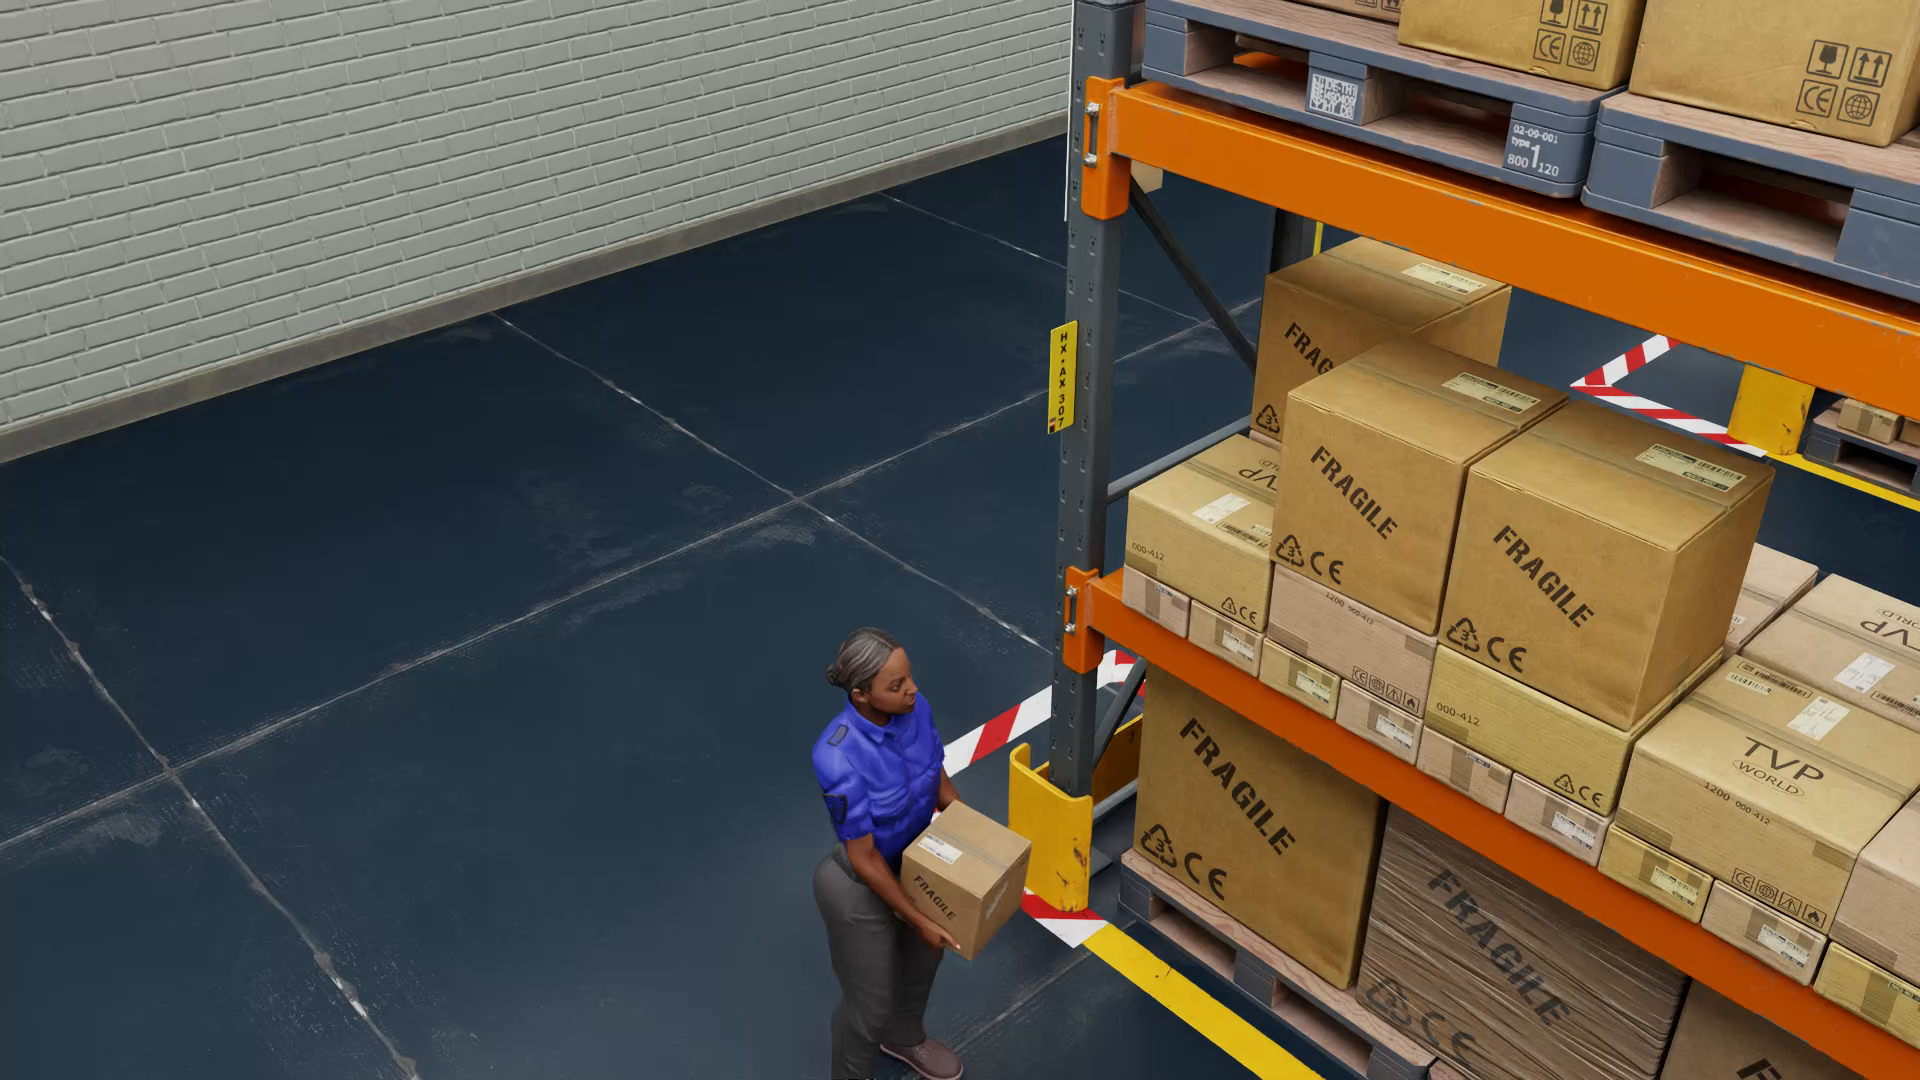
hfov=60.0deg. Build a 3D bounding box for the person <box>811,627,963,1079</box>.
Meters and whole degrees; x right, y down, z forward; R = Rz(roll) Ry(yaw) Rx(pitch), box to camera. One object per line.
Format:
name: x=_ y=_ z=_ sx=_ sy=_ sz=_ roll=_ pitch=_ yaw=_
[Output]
person: x=-0.134 y=0.974 z=4.586 sx=0.505 sy=1.656 sz=0.436 roll=19 pitch=37 yaw=27
